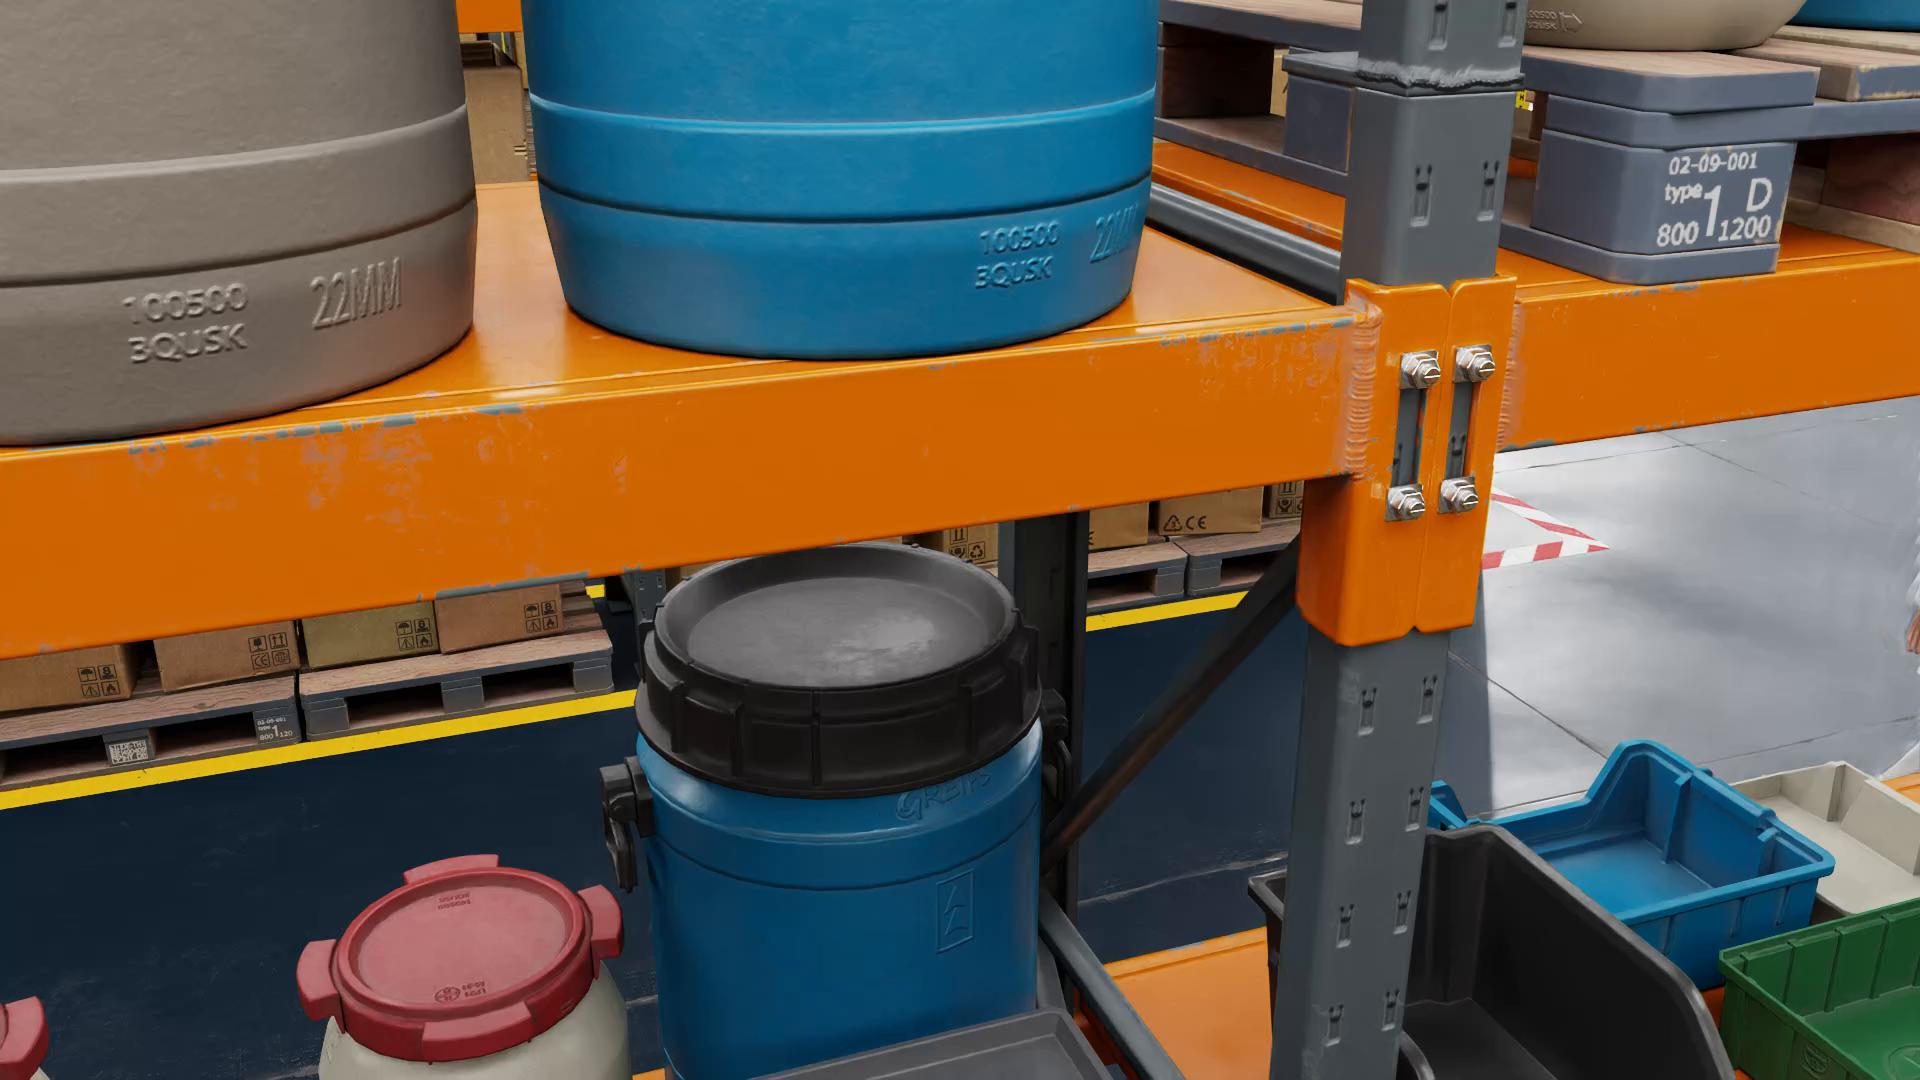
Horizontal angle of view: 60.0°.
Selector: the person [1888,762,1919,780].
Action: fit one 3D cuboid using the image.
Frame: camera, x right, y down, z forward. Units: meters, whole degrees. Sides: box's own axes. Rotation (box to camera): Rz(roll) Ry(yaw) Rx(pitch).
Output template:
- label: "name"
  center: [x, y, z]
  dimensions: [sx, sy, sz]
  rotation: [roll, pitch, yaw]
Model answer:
- label: "person"
  center: [3.540, 0.294, 5.400]
  dimensions: [1.112, 1.732, 0.614]
  rotation: [0, 22, 1]
